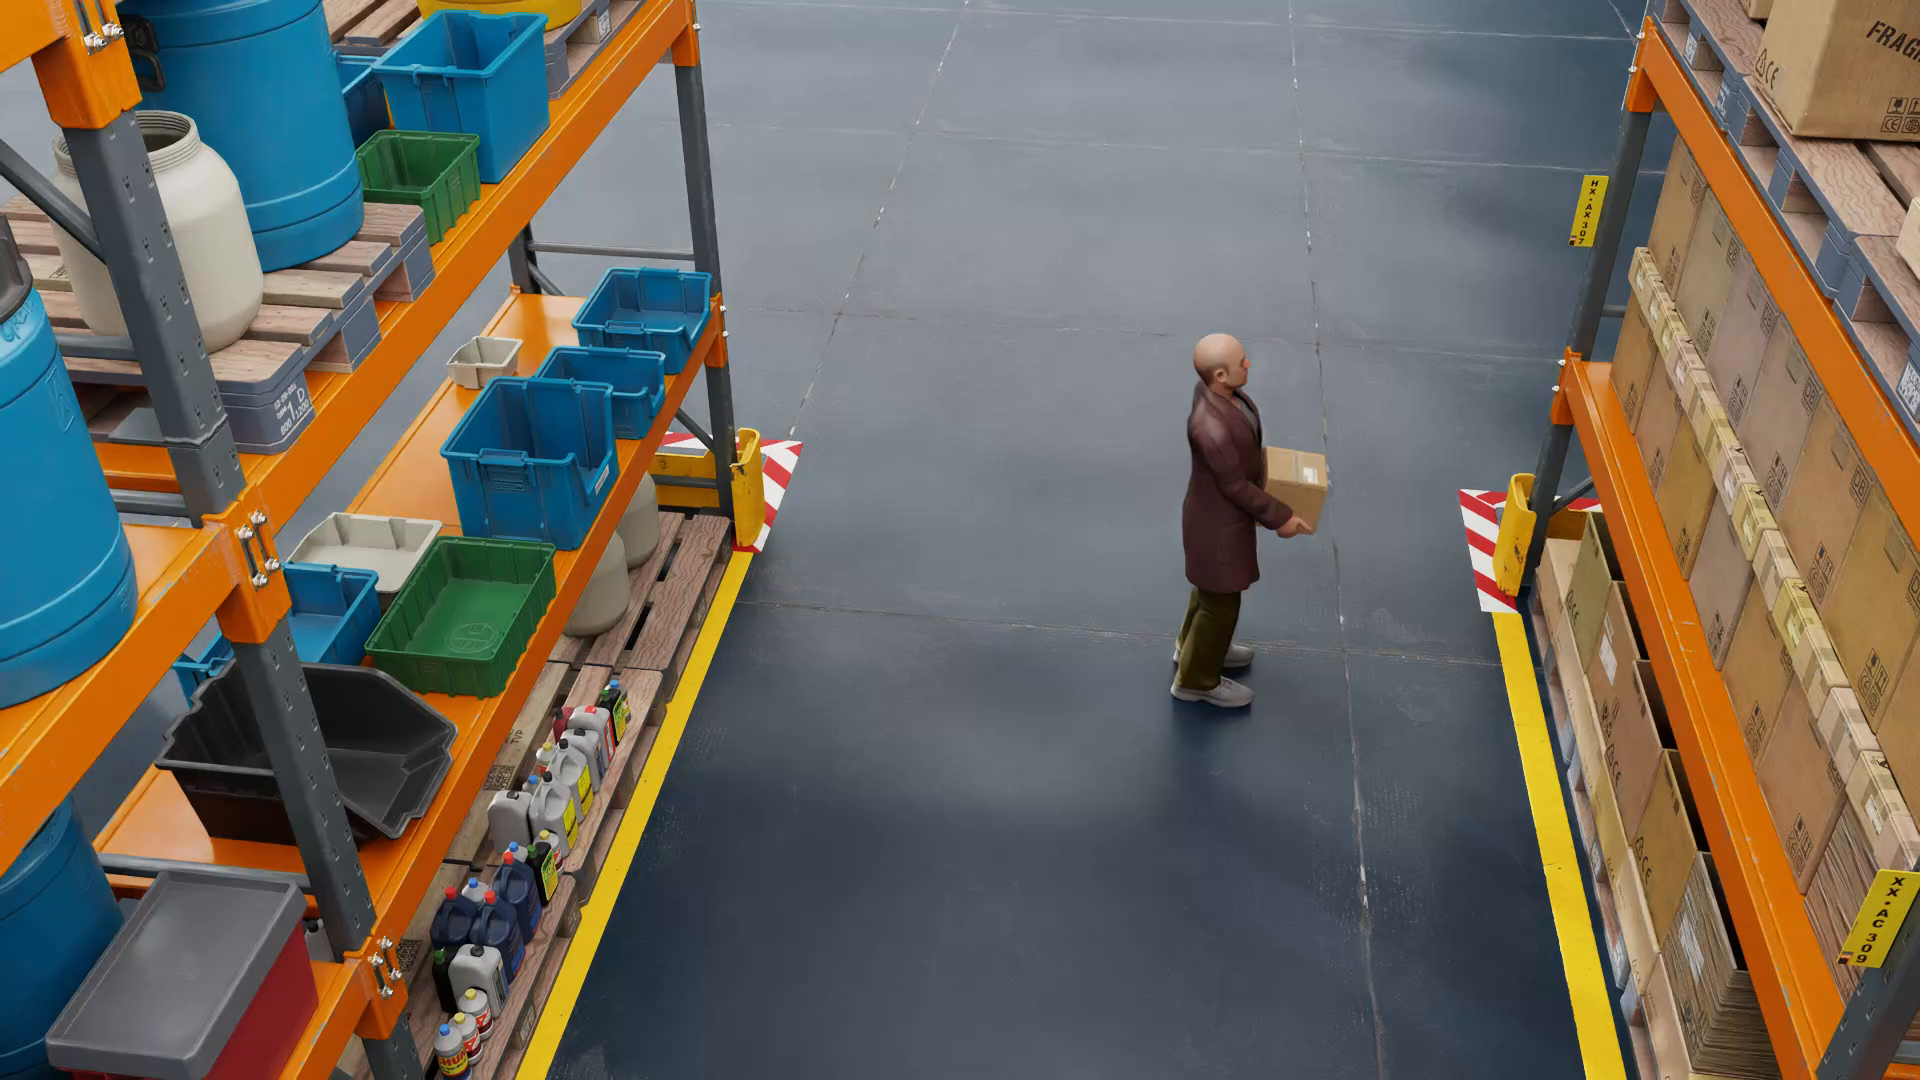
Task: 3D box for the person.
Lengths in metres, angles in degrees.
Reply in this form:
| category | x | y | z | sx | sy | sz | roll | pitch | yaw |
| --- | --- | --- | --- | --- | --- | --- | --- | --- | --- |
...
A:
| category | x | y | z | sx | sy | sz | roll | pitch | yaw |
| --- | --- | --- | --- | --- | --- | --- | --- | --- | --- |
| person | 1.217 | -0.079 | 7.170 | 0.554 | 1.769 | 0.530 | 4 | 36 | 6 |
